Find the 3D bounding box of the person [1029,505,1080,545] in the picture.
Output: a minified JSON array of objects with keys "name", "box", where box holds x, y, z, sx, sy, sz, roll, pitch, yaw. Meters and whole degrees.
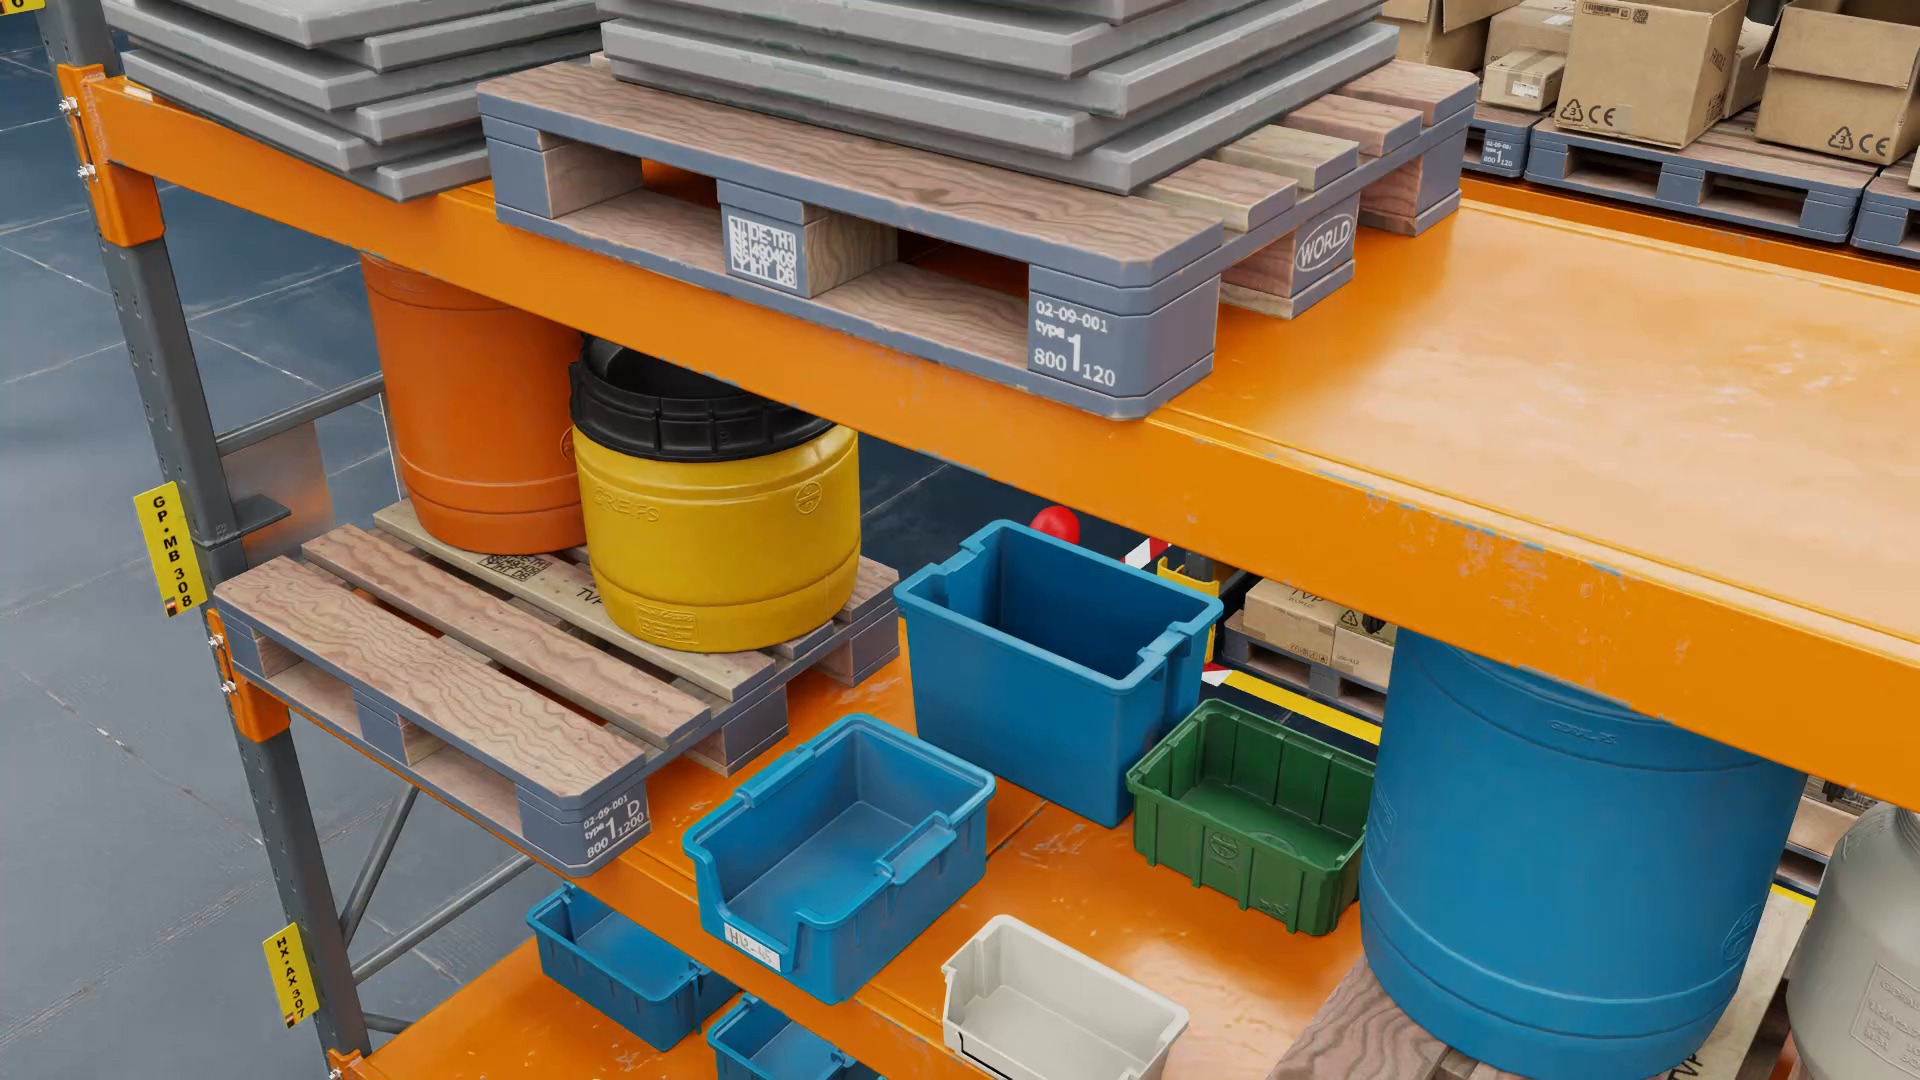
[{"name":"person","box":[0.384,0.612,7.041,0.618,1.779,0.452,19,35,28]}]
